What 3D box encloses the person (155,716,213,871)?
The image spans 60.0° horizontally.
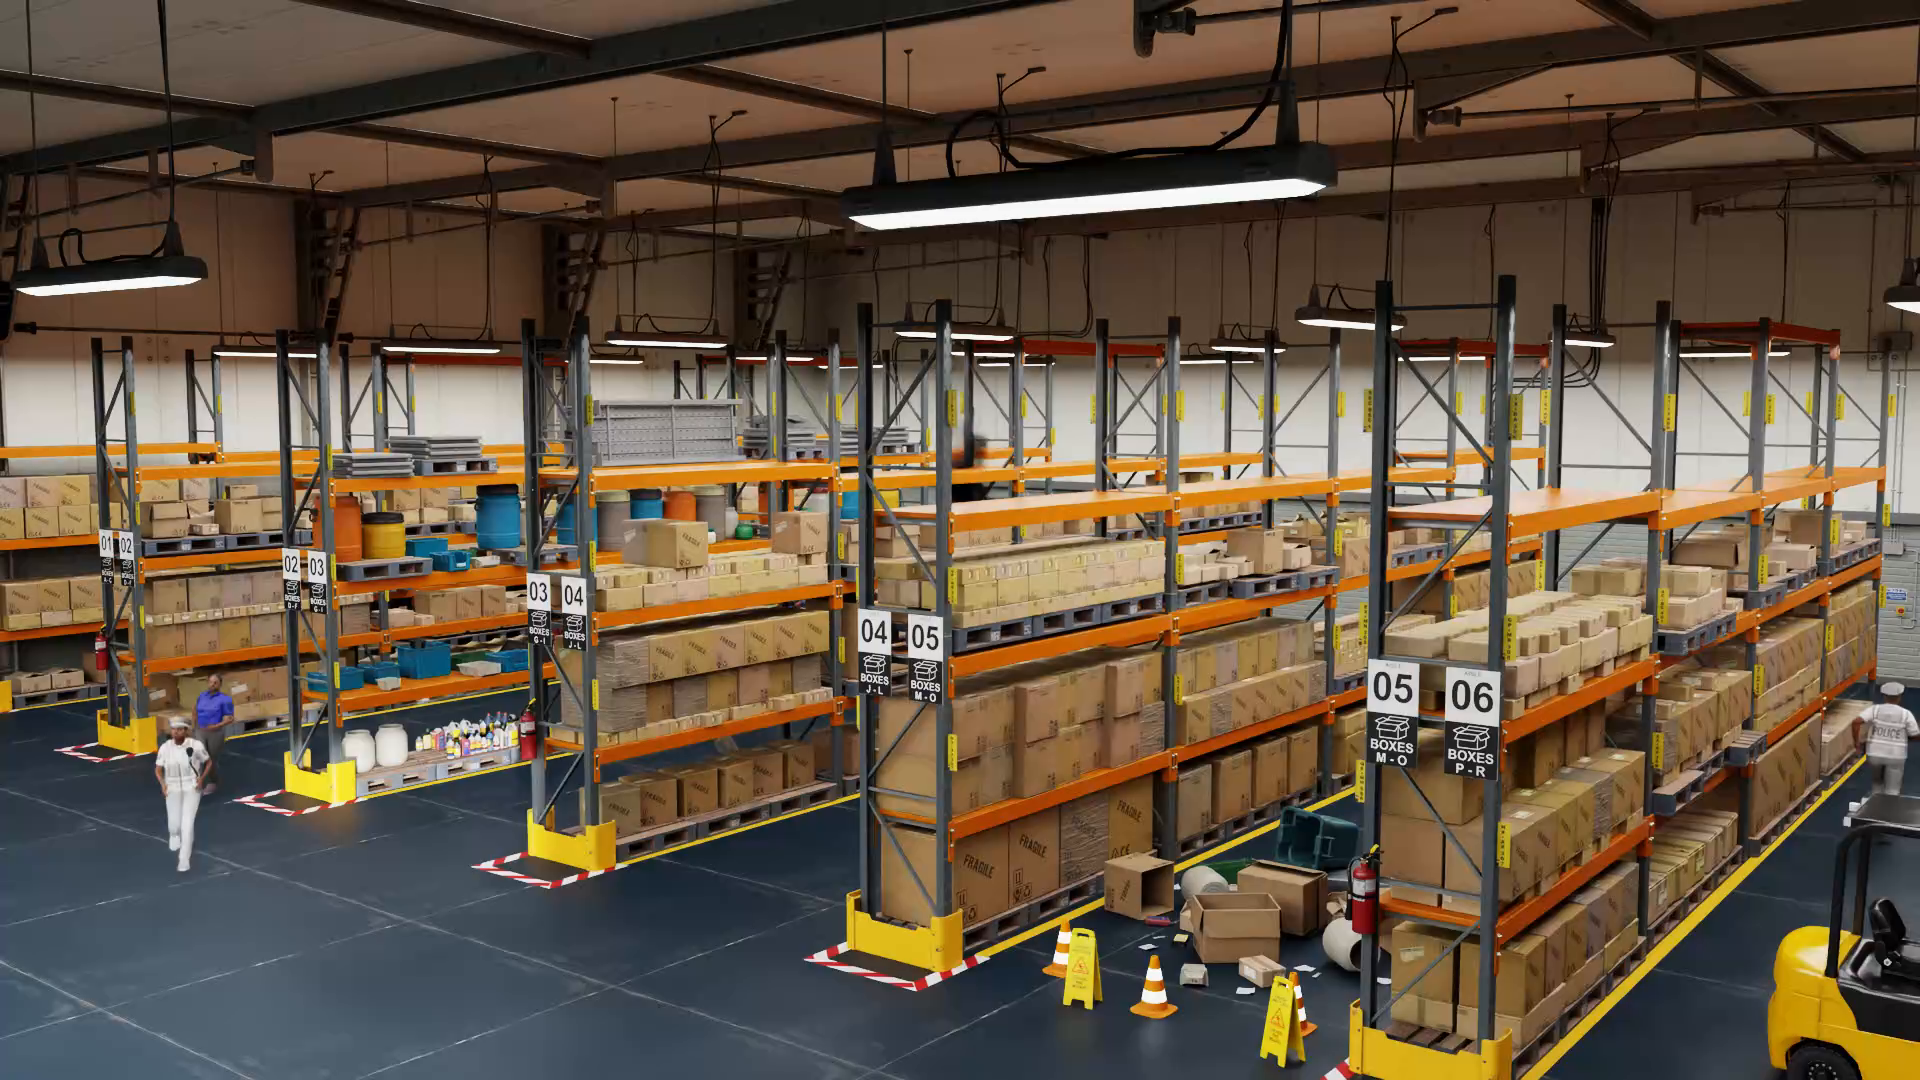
[{"bbox_3d":[-8.546,2.753,18.331,0.581,1.686,0.599,-2,5,-17],"label":"person"}]

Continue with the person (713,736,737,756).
[{"bbox_3d":[-3.197,2.389,22.614,0.613,1.723,0.711,4,6,40],"label":"person"}]

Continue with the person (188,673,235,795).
[{"bbox_3d":[-9.488,2.514,21.054,0.609,1.648,0.860,0,5,-3],"label":"person"}]

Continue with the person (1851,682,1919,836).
[{"bbox_3d":[10.862,2.591,19.530,0.672,1.842,0.925,5,7,43],"label":"person"}]
